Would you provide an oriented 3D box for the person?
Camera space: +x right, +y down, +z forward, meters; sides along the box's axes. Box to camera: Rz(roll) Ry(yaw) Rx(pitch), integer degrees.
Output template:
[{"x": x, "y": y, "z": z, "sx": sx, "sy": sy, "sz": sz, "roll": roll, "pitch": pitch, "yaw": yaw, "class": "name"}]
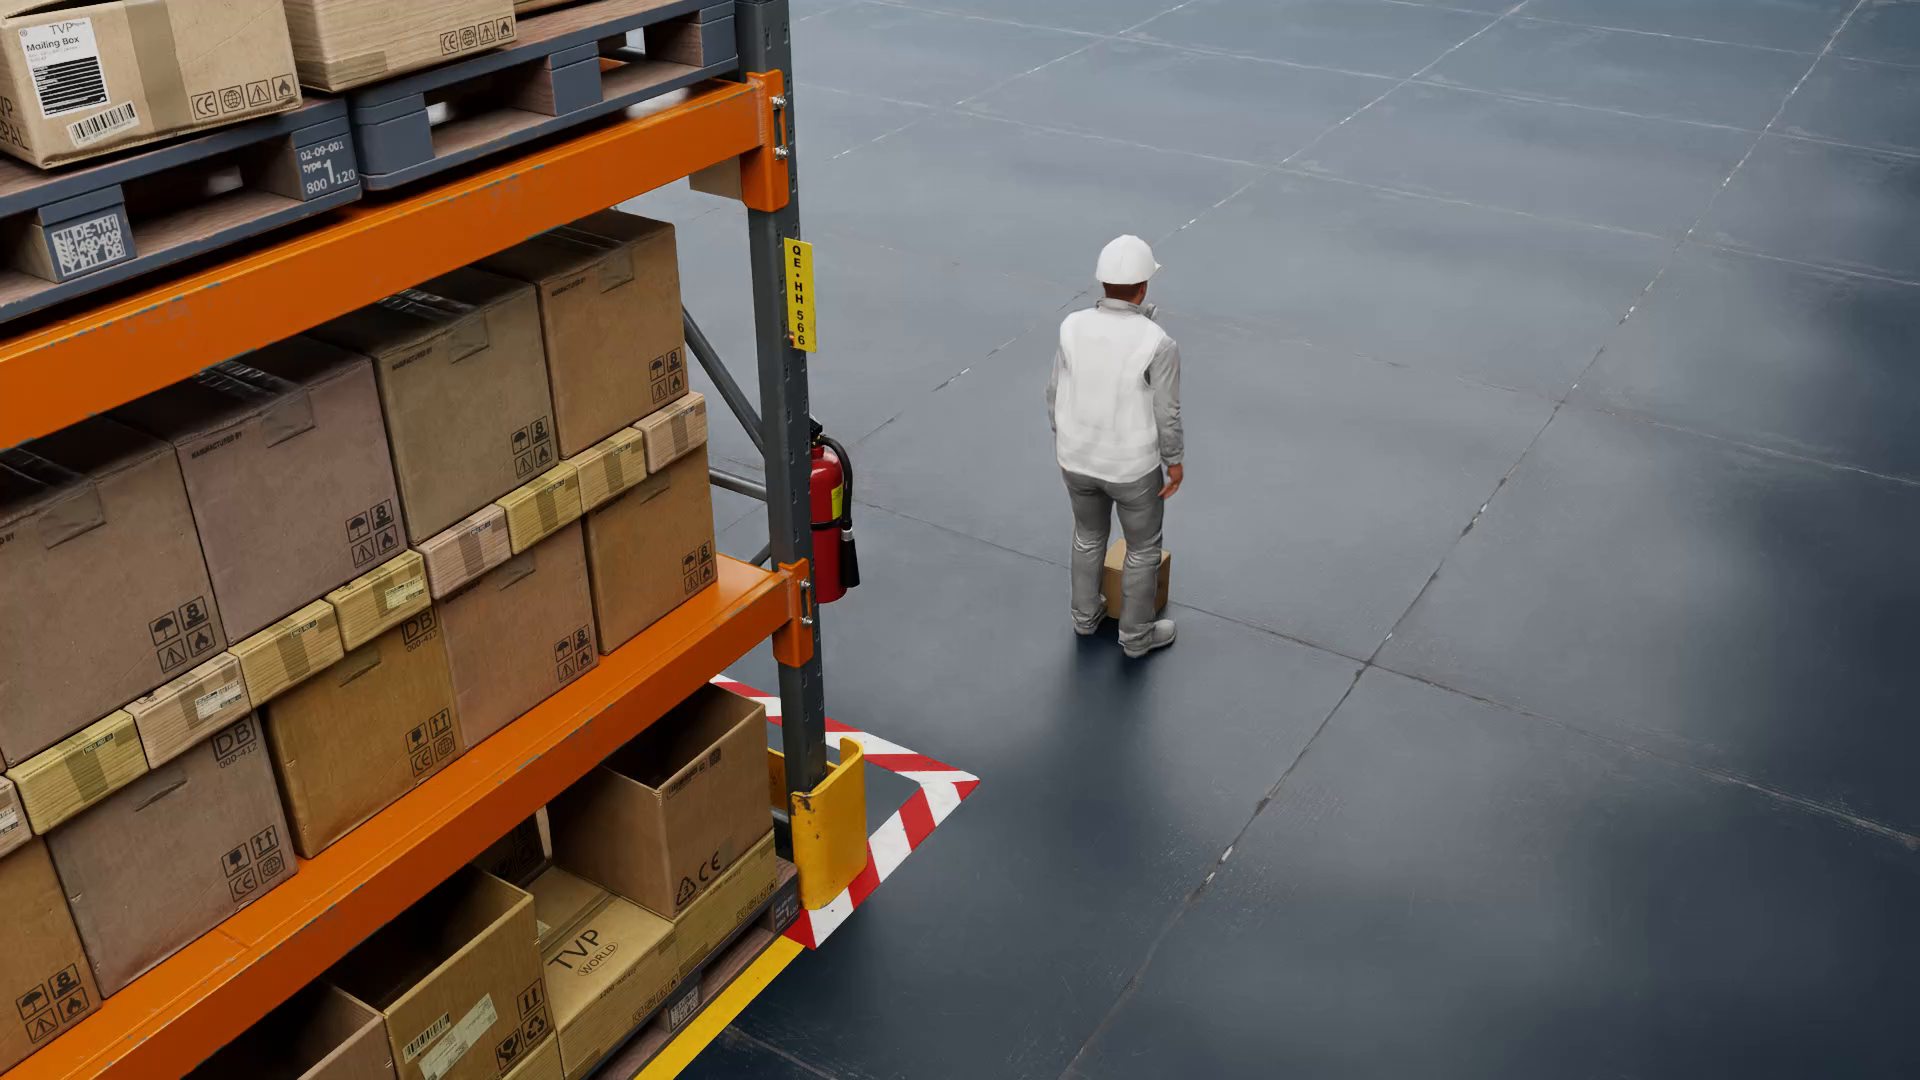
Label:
[{"x": 0.628, "y": -0.356, "z": 6.718, "sx": 0.581, "sy": 1.767, "sz": 0.472, "roll": 16, "pitch": 34, "yaw": 25, "class": "person"}]
